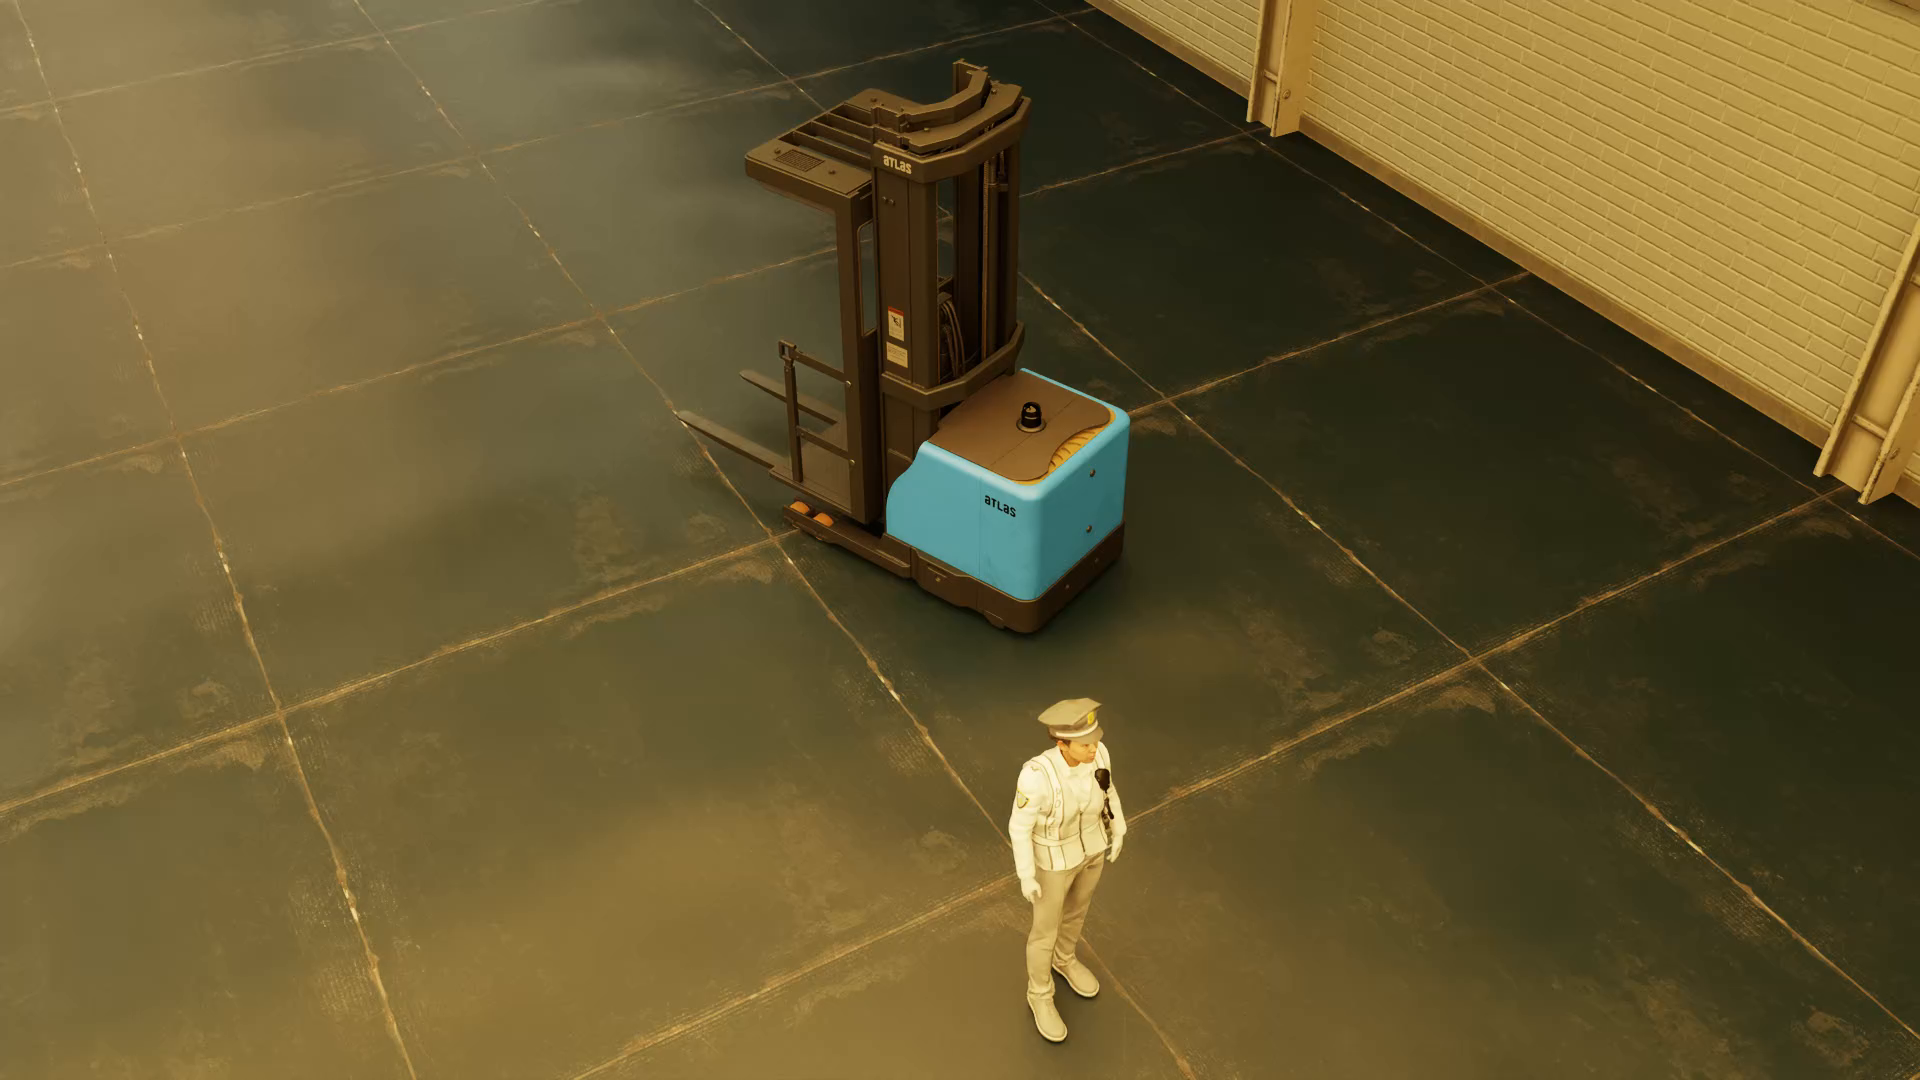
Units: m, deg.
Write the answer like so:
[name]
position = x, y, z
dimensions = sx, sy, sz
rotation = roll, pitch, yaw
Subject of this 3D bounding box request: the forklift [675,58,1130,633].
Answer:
[forklift]
position = -0.481, -1.366, 9.683
dimensions = 3.031, 2.935, 1.130
rotation = 26, 46, 28

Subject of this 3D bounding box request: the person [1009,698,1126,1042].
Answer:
[person]
position = 0.511, 1.408, 7.296
dimensions = 0.588, 1.696, 0.533
rotation = -23, 45, -26
